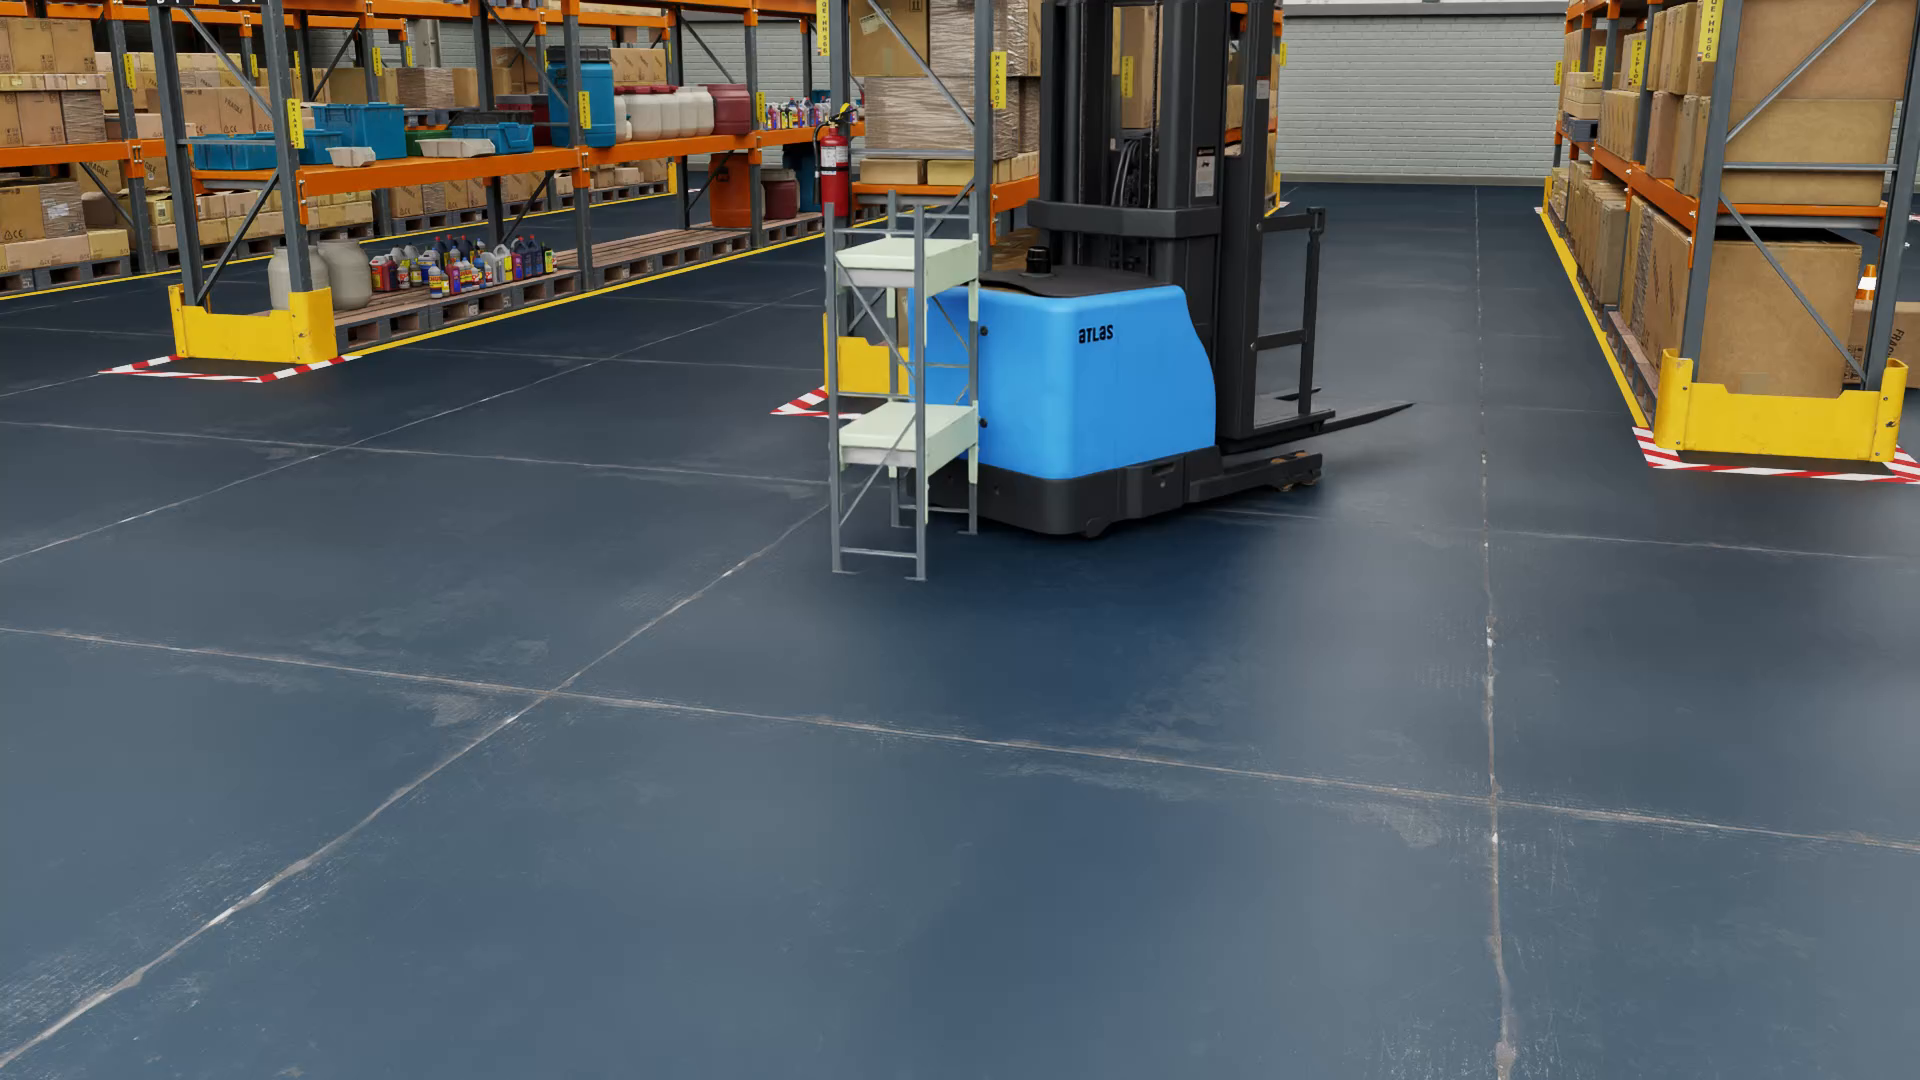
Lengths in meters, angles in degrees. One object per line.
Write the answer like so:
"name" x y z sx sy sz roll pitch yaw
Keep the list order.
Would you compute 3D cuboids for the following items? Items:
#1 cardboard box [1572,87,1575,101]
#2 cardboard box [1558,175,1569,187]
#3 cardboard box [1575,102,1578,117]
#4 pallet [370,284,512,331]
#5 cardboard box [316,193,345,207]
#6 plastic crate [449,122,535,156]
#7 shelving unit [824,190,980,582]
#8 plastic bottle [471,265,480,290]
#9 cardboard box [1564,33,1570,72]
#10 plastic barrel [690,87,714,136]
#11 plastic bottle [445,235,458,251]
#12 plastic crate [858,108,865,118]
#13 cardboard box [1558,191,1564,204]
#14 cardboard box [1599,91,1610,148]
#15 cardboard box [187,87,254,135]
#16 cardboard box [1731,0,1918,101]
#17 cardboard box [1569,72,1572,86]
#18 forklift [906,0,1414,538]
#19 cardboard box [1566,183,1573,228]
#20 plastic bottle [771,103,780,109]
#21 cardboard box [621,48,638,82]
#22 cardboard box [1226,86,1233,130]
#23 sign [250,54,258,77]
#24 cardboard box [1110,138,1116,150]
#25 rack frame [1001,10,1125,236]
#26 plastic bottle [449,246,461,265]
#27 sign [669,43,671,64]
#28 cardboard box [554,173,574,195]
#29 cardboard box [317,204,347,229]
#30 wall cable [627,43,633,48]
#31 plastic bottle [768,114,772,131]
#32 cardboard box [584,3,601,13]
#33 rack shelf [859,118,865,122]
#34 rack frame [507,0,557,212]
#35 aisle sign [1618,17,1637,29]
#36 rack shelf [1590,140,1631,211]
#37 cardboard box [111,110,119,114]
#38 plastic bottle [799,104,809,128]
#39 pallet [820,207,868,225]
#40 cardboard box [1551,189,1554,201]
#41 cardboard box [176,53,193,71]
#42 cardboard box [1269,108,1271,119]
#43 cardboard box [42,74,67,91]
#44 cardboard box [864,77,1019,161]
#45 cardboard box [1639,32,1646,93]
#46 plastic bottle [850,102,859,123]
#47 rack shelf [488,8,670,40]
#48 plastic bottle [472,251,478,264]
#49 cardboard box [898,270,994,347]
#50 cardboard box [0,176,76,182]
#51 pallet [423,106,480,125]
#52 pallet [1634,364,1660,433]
"cardboard box" 6.846 -4.834 18.022 0.380 0.149 0.250 4 16 15
"cardboard box" 7.993 -4.664 21.639 0.380 0.149 0.250 4 16 14
"cardboard box" 6.624 -4.483 17.329 0.380 0.149 0.250 4 16 15
"pallet" -4.483 -1.955 13.834 1.003 0.211 1.213 5 16 16
"cardboard box" -7.573 -4.077 19.447 0.500 0.311 0.500 4 16 15
"plastic crate" -3.962 -3.407 14.116 0.499 0.251 0.616 5 16 16
"shelving unit" -0.223 -0.666 6.927 0.431 1.500 0.755 5 17 16
"plastic bottle" -4.076 -2.200 13.910 0.097 0.201 0.097 0 16 0
"cardboard box" 8.290 -6.442 21.983 0.500 0.500 0.500 4 16 15
"plastic barrel" -2.858 -4.603 17.857 0.421 0.512 0.421 0 16 0
"plastic bottle" -4.535 -2.547 14.861 0.144 0.351 0.185 5 17 17
"plastic crate" -1.365 -5.895 22.987 0.396 0.136 0.243 5 16 16
"cardboard box" 7.750 -4.311 20.940 0.380 0.149 0.250 4 16 14
"cardboard box" 6.177 -3.859 15.253 0.500 0.500 0.500 4 16 15
"cardboard box" -8.130 -4.691 18.186 0.500 0.500 0.500 5 16 16
"cardboard box" 4.574 -2.633 8.861 0.875 0.550 0.550 5 16 16
"cardboard box" 7.067 -5.181 18.700 0.380 0.149 0.250 4 16 15
"forklift" 1.169 -1.737 8.081 3.031 2.935 1.130 -14 21 -41
"cardboard box" 7.377 -3.913 19.441 0.500 0.500 0.500 5 17 18
"plastic bottle" -2.394 -5.488 21.410 0.152 0.276 0.135 5 16 16
"cardboard box" -5.394 -7.437 26.035 0.500 0.500 0.500 5 17 17
"cardboard box" 2.955 -5.136 19.757 0.500 0.500 0.500 4 16 15
"sign" -10.610 -7.130 24.991 0.100 0.325 0.005 5 16 16
"cardboard box" 1.062 -3.205 13.592 0.380 0.149 0.250 5 16 16
"rack frame" 0.841 -3.405 13.836 1.000 3.000 0.127 5 16 16
"plastic bottle" -4.460 -2.462 14.705 0.097 0.271 0.097 0 16 0
"sign" -4.719 -7.974 27.245 0.100 0.325 0.005 5 16 16
"cardboard box" -6.055 -5.278 24.562 0.500 0.311 0.500 5 16 16
"cardboard box" -7.578 -3.808 19.527 0.500 0.250 0.500 4 16 15
"wall cable" -8.046 -10.541 33.692 3.097 2.526 0.112 5 16 16
"plastic bottle" -2.251 -4.882 19.407 0.097 0.201 0.097 0 16 0
"cardboard box" -5.717 -8.007 24.840 0.500 0.250 0.500 5 16 16
"rack shelf" -1.066 -6.059 24.512 1.077 0.370 4.000 5 16 16
"rack frame" -6.382 -6.267 23.927 1.000 3.000 0.127 5 16 16
"aisle sign" 9.287 -7.380 23.086 0.394 0.787 0.004 5 16 16
"rack shelf" 6.136 -3.171 14.330 1.077 0.370 4.000 5 16 16
"cardboard box" -11.698 -5.833 22.820 0.380 0.149 0.250 5 17 17
"plastic bottle" -1.944 -5.227 20.487 0.152 0.276 0.135 5 16 16
"pallet" -1.893 -4.342 22.250 1.003 0.211 1.213 5 16 16
"cardboard box" 8.522 -4.851 23.392 0.380 0.149 0.250 5 17 17
"cardboard box" -11.320 -6.803 23.679 0.500 0.250 0.500 5 17 17
"cardboard box" 4.249 -6.105 23.818 0.380 0.149 0.250 5 17 17
"cardboard box" -8.672 -4.313 15.667 0.380 0.149 0.250 4 16 14
"cardboard box" -0.113 -2.691 10.592 0.875 0.500 0.500 5 16 16
"cardboard box" 5.992 -3.920 13.638 0.700 0.500 0.500 5 17 16
"plastic bottle" -1.436 -5.694 22.134 0.152 0.276 0.135 5 16 16
"rack shelf" -5.814 -7.887 25.461 1.077 0.370 4.000 5 16 16
"plastic bottle" -4.113 -2.334 14.233 0.061 0.283 0.133 5 16 16
"cardboard box" -0.102 -1.520 11.002 0.500 0.500 0.500 8 18 26
"cardboard box" -9.088 -3.317 16.422 0.500 0.500 0.500 5 16 16
"pallet" -6.971 -5.637 22.059 1.003 0.211 1.213 5 16 16
"pallet" 4.584 -0.821 9.837 1.003 0.211 1.213 5 16 16
